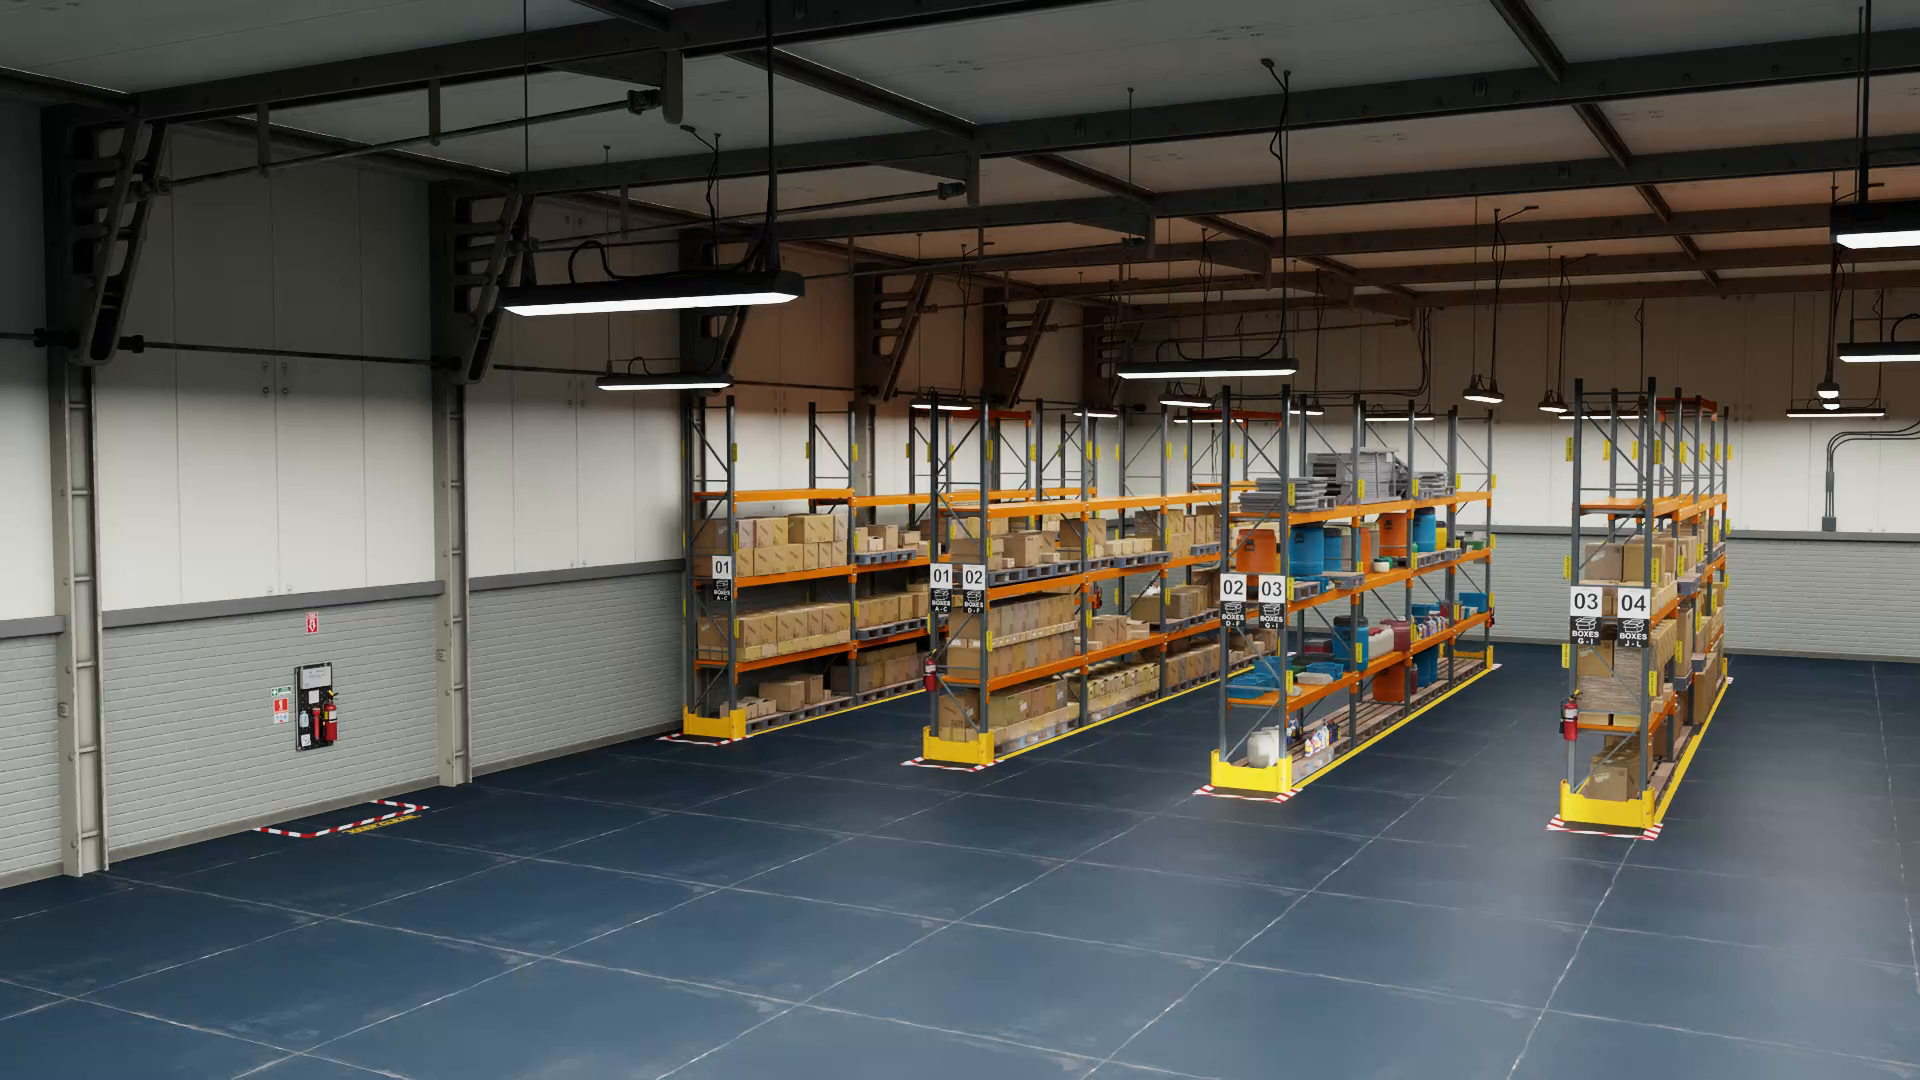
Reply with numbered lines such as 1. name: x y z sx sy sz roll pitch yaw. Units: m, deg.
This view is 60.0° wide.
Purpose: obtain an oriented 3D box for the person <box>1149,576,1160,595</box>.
1. person: 5.277 1.835 43.508 0.732 1.778 0.466 0 3 7
